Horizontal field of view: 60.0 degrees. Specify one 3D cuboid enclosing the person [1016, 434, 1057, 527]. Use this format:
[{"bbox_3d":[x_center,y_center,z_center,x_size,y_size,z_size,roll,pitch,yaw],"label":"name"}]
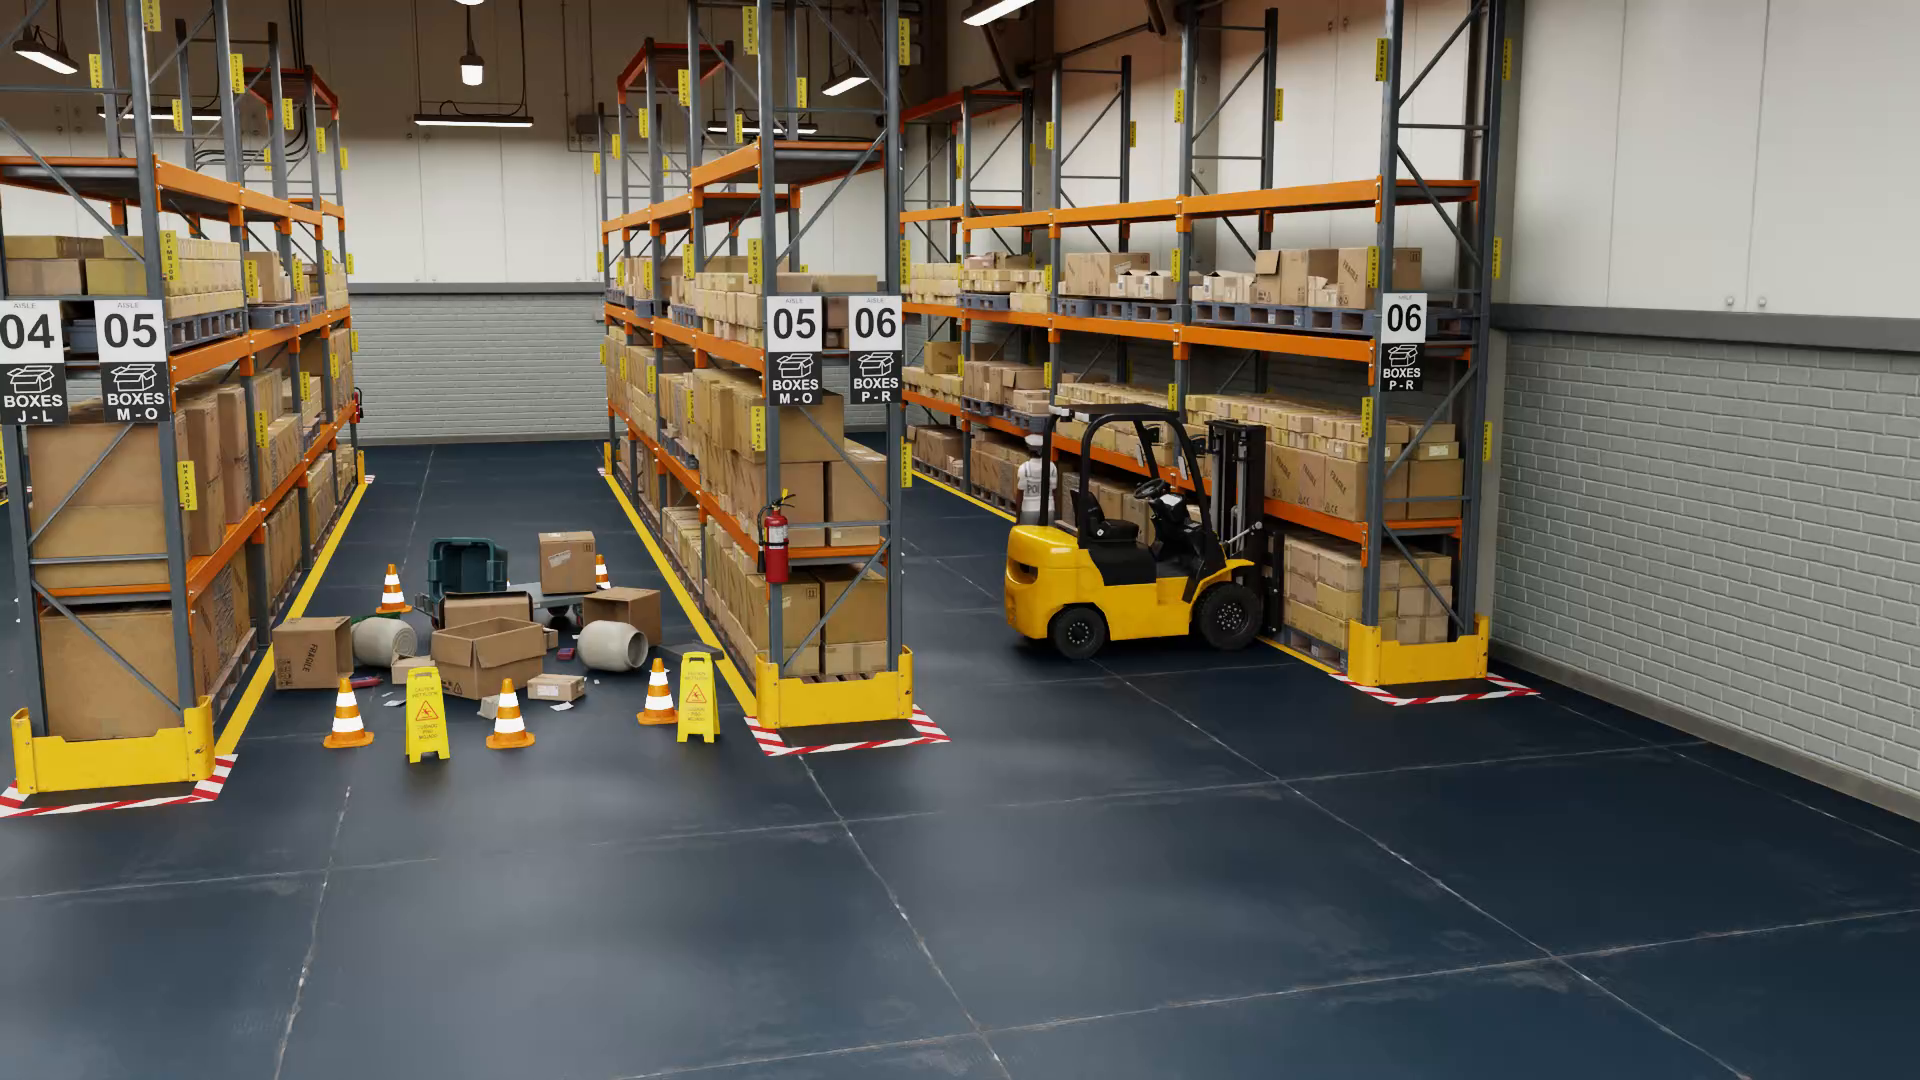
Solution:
[{"bbox_3d":[0.787,-0.261,17.410,0.437,1.684,0.340,-3,10,-15],"label":"person"}]
